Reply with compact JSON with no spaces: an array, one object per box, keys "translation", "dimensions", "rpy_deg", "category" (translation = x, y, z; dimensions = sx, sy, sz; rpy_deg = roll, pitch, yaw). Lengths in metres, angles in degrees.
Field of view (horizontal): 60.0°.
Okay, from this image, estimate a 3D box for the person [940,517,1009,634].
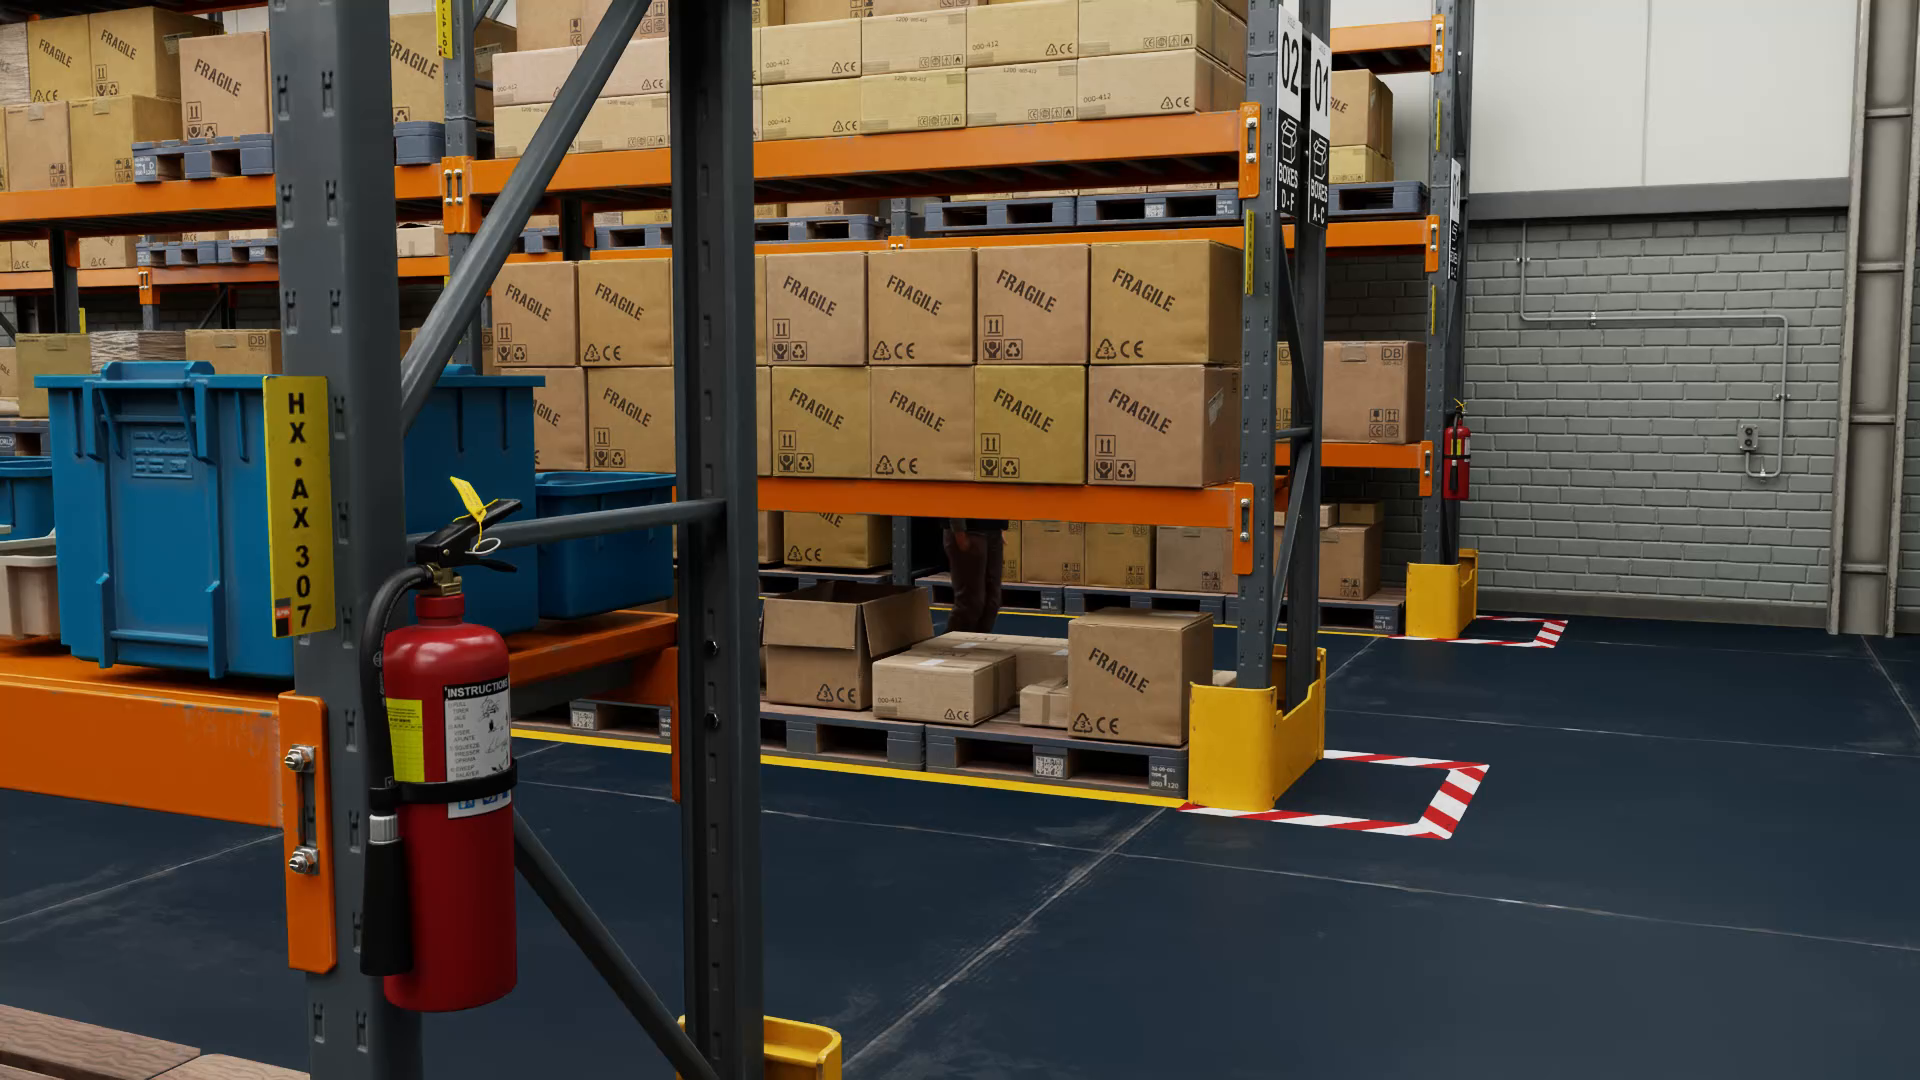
[{"translation":[0.091,-0.023,9.438],"dimensions":[0.360,1.719,0.532],"rpy_deg":[3,6,25],"category":"person"}]
